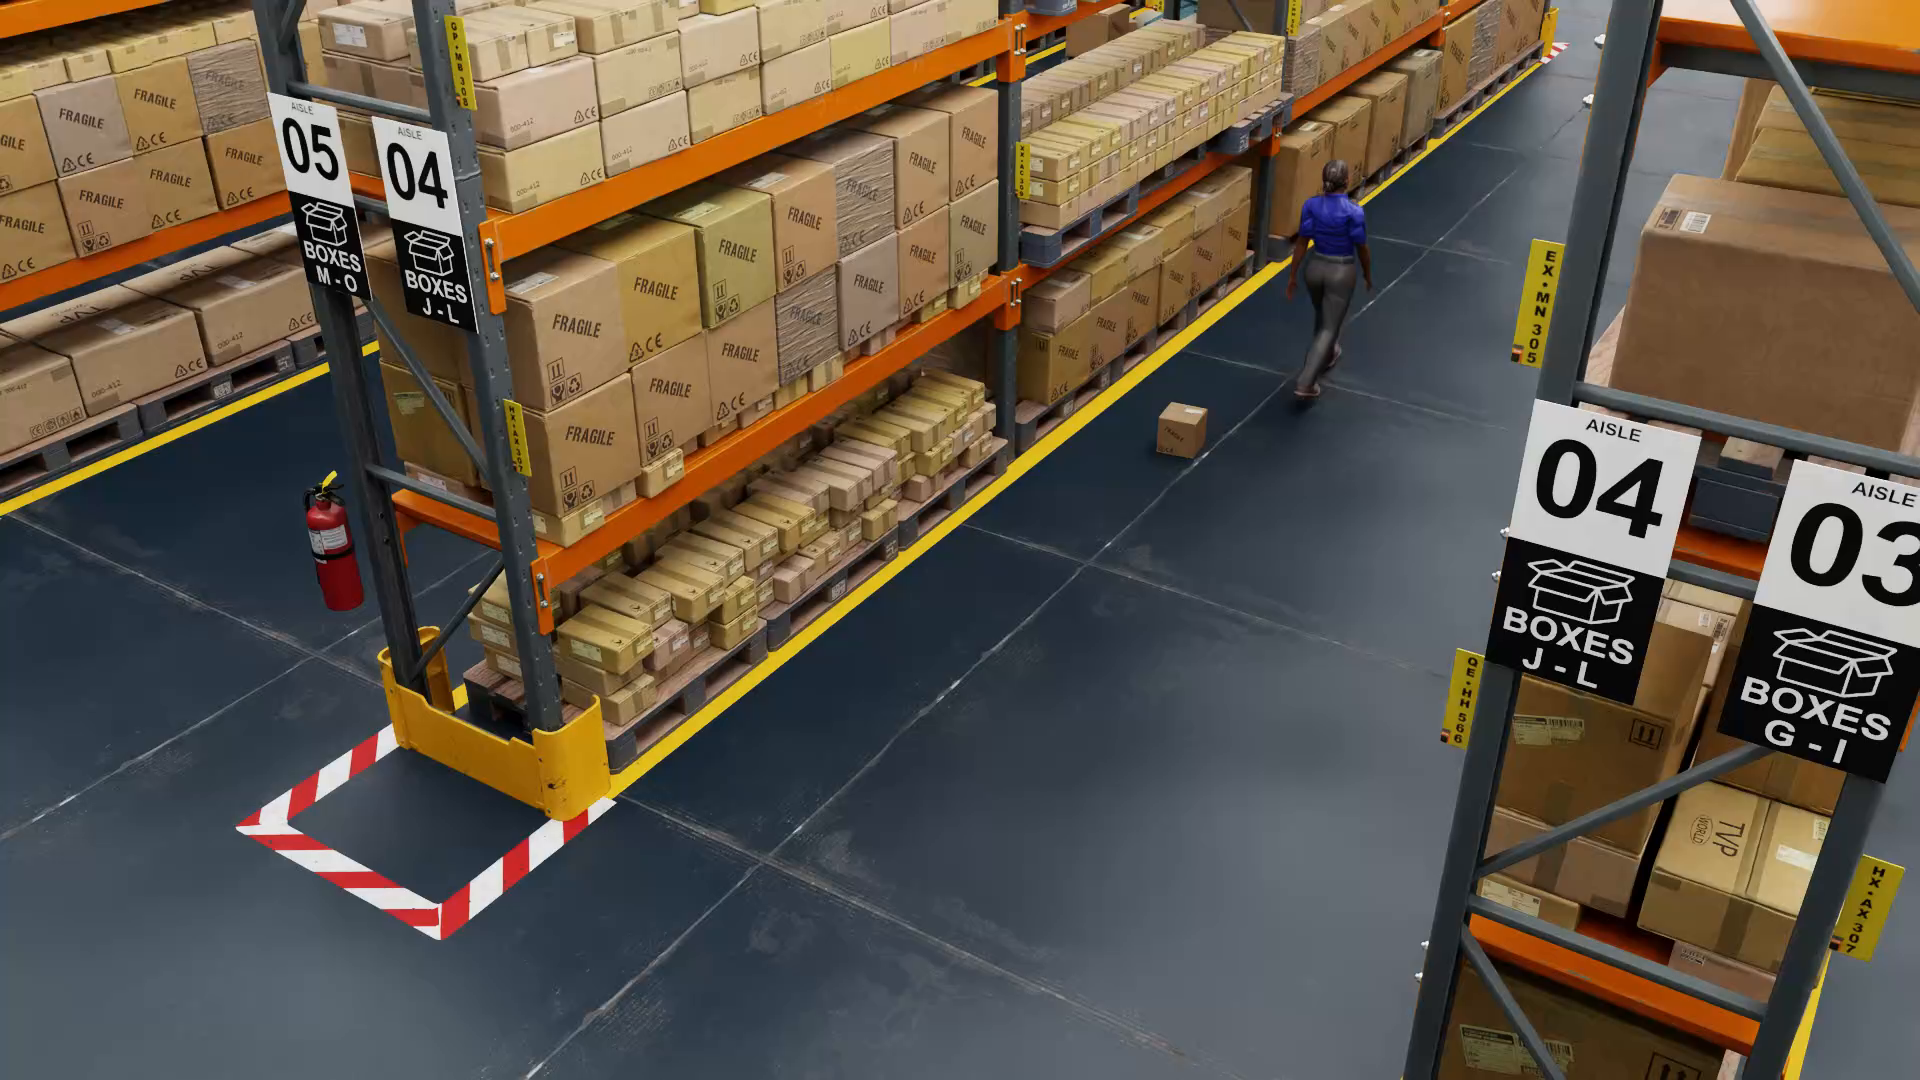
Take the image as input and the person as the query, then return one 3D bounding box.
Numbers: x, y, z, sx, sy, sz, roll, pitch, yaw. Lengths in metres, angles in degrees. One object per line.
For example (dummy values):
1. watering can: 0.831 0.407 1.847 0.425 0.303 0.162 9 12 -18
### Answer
1. person: 2.513 -1.801 11.229 0.476 1.600 1.010 22 37 32
